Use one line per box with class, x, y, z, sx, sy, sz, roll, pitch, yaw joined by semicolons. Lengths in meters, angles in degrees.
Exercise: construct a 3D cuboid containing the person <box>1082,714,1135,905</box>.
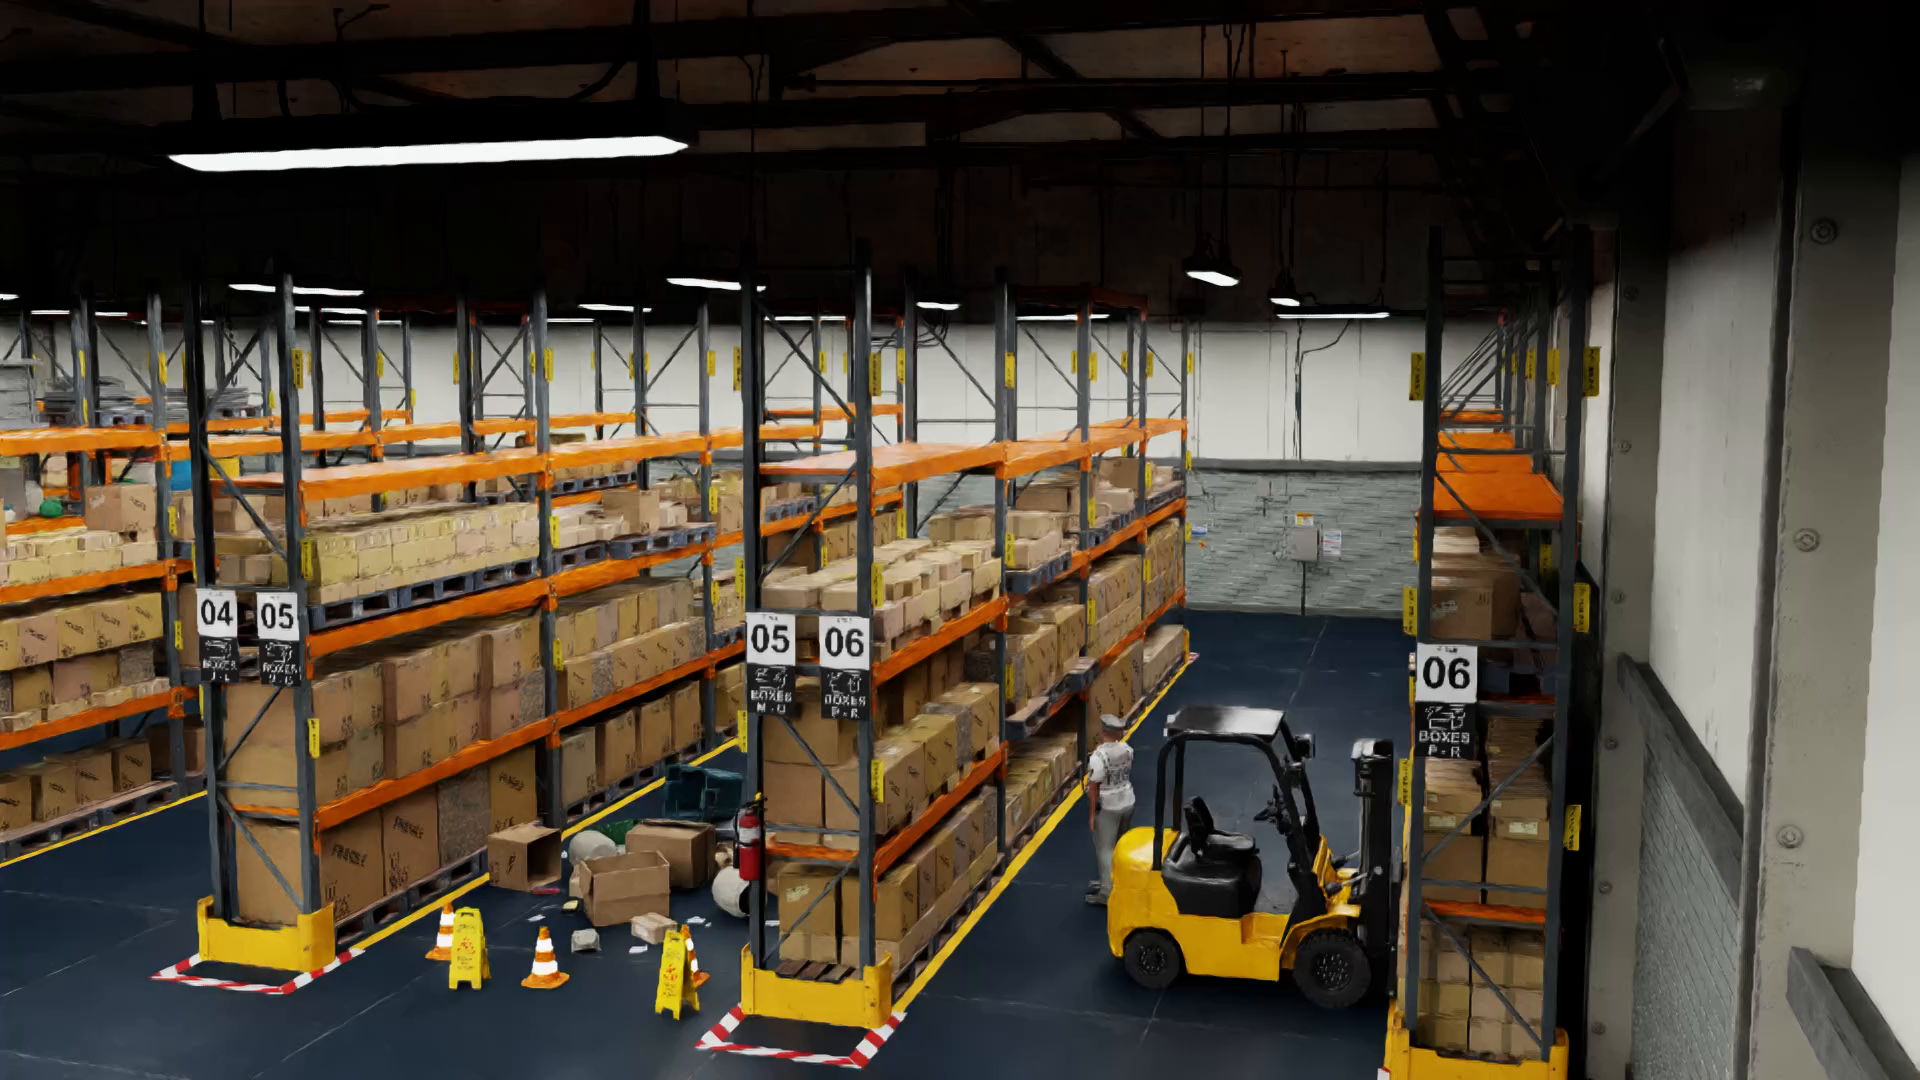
person;1.373;2.527;15.733;0.588;1.759;0.504;-6;9;-43
